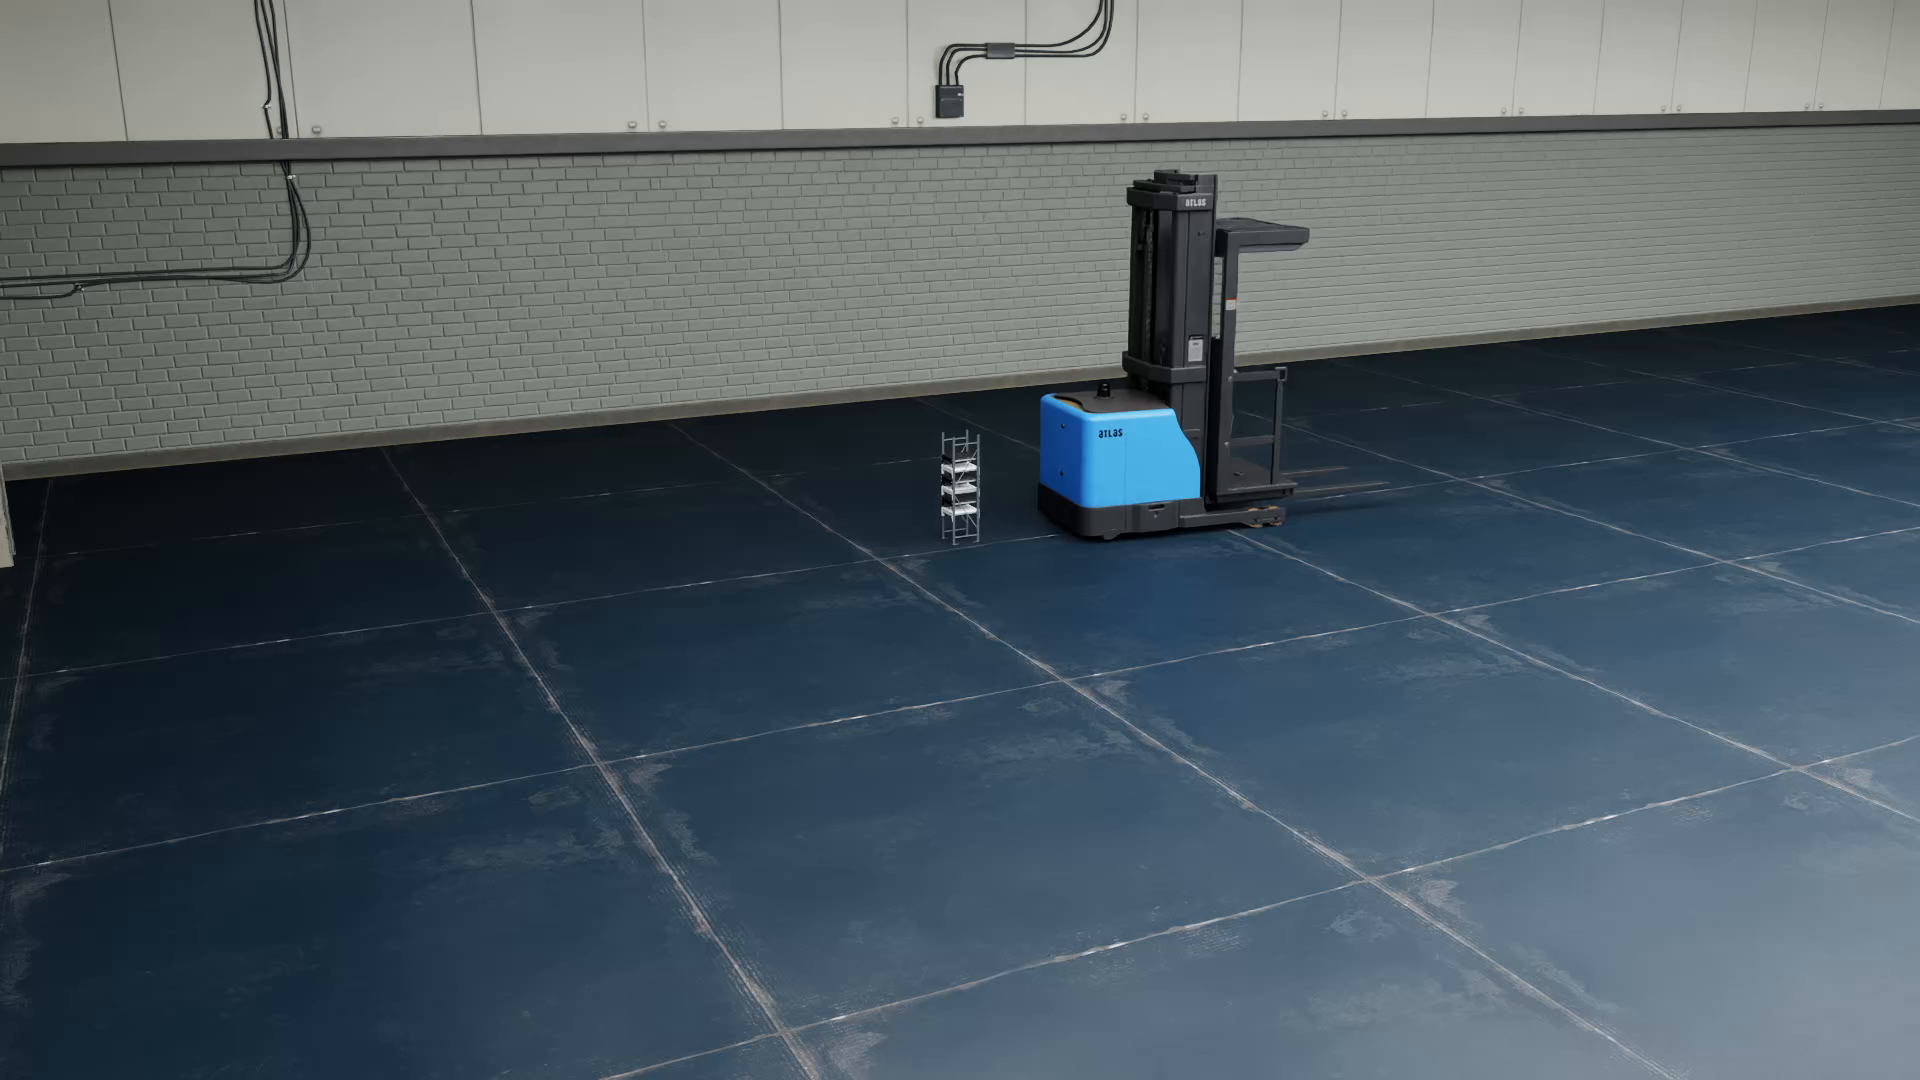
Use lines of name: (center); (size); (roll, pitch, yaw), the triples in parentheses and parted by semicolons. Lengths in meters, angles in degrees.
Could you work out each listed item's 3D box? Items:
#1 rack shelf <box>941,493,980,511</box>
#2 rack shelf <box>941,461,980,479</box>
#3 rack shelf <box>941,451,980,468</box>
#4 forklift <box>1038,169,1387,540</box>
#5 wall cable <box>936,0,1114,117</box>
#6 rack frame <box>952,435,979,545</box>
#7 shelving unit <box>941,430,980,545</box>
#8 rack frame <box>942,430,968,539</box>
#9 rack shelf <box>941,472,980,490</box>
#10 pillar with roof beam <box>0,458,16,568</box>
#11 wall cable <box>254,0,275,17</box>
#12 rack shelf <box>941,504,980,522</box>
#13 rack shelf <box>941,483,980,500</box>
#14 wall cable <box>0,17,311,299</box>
rack shelf: (0.004, -0.312, 13.654); (0.258, 0.077, 0.200); (-8, 18, -25)
rack shelf: (0.004, -0.572, 13.579); (0.258, 0.077, 0.200); (-8, 18, -25)
rack shelf: (0.004, -0.658, 13.554); (0.258, 0.077, 0.200); (-8, 18, -25)
forklift: (2.246, -1.640, 14.152); (3.031, 2.935, 1.130); (-6, 17, -19)
wall cable: (0.790, -7.820, 18.520); (2.305, 6.003, 0.169); (-8, 18, -25)
rack frame: (0.048, -0.405, 13.532); (0.240, 0.900, 0.006); (-8, 18, -25)
shelving unit: (0.004, -0.431, 13.620); (0.258, 0.900, 0.210); (-8, 18, -25)
rack frame: (-0.041, -0.456, 13.707); (0.240, 0.900, 0.006); (-8, 18, -25)
rack shelf: (0.004, -0.485, 13.604); (0.258, 0.077, 0.200); (-8, 18, -25)
pillar with roof beam: (-3.779, -4.672, 13.716); (9.100, 9.000, 0.400); (-8, 18, -25)
wall cable: (-5.319, -6.304, 15.876); (3.097, 2.526, 0.112); (-8, 18, -25)
rack shelf: (0.004, -0.225, 13.678); (0.258, 0.077, 0.200); (-8, 18, -25)
rack shelf: (0.004, -0.398, 13.629); (0.258, 0.077, 0.200); (-8, 18, -25)
wall cable: (-7.750, -3.549, 15.434); (3.097, 2.526, 0.112); (-8, 18, -25)
